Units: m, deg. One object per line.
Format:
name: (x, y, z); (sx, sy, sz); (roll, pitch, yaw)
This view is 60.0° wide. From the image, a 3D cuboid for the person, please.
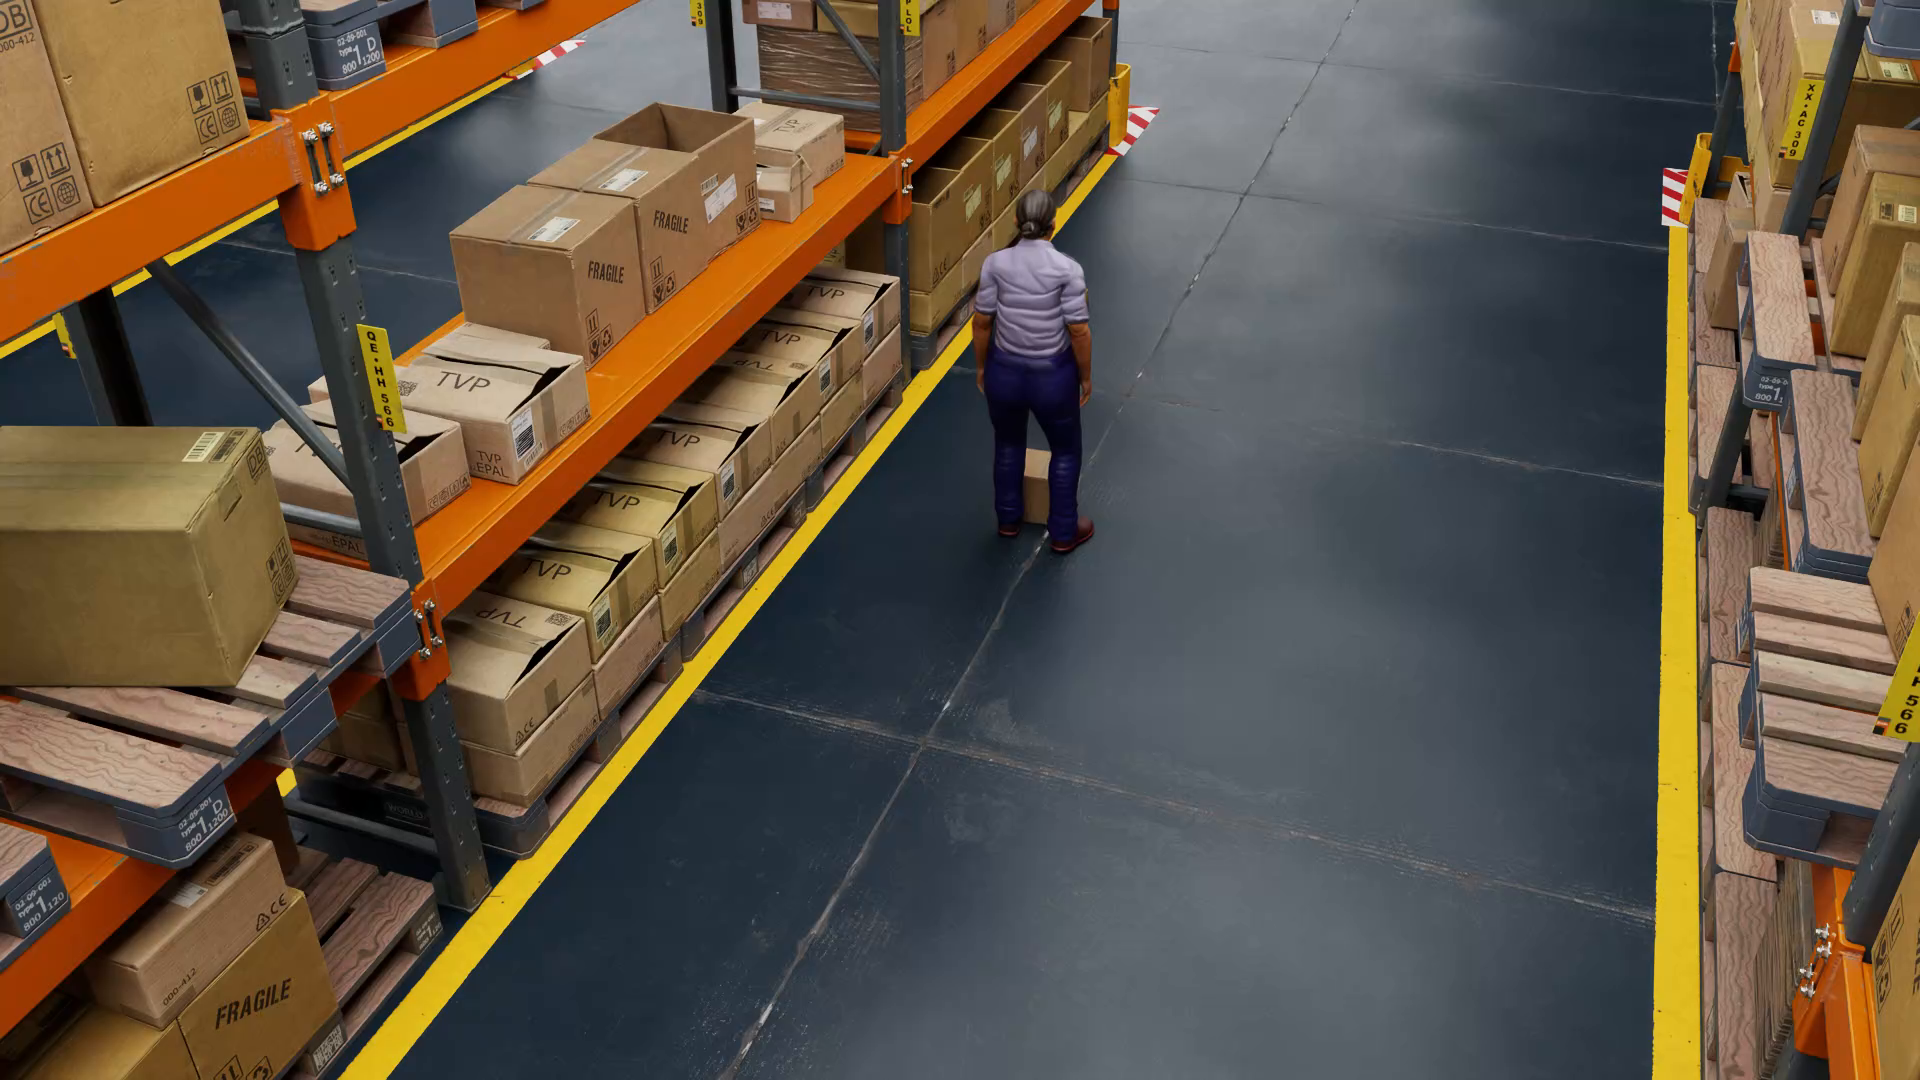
person: (0.334, -0.718, 7.239); (0.549, 1.646, 0.425); (10, 35, 14)
